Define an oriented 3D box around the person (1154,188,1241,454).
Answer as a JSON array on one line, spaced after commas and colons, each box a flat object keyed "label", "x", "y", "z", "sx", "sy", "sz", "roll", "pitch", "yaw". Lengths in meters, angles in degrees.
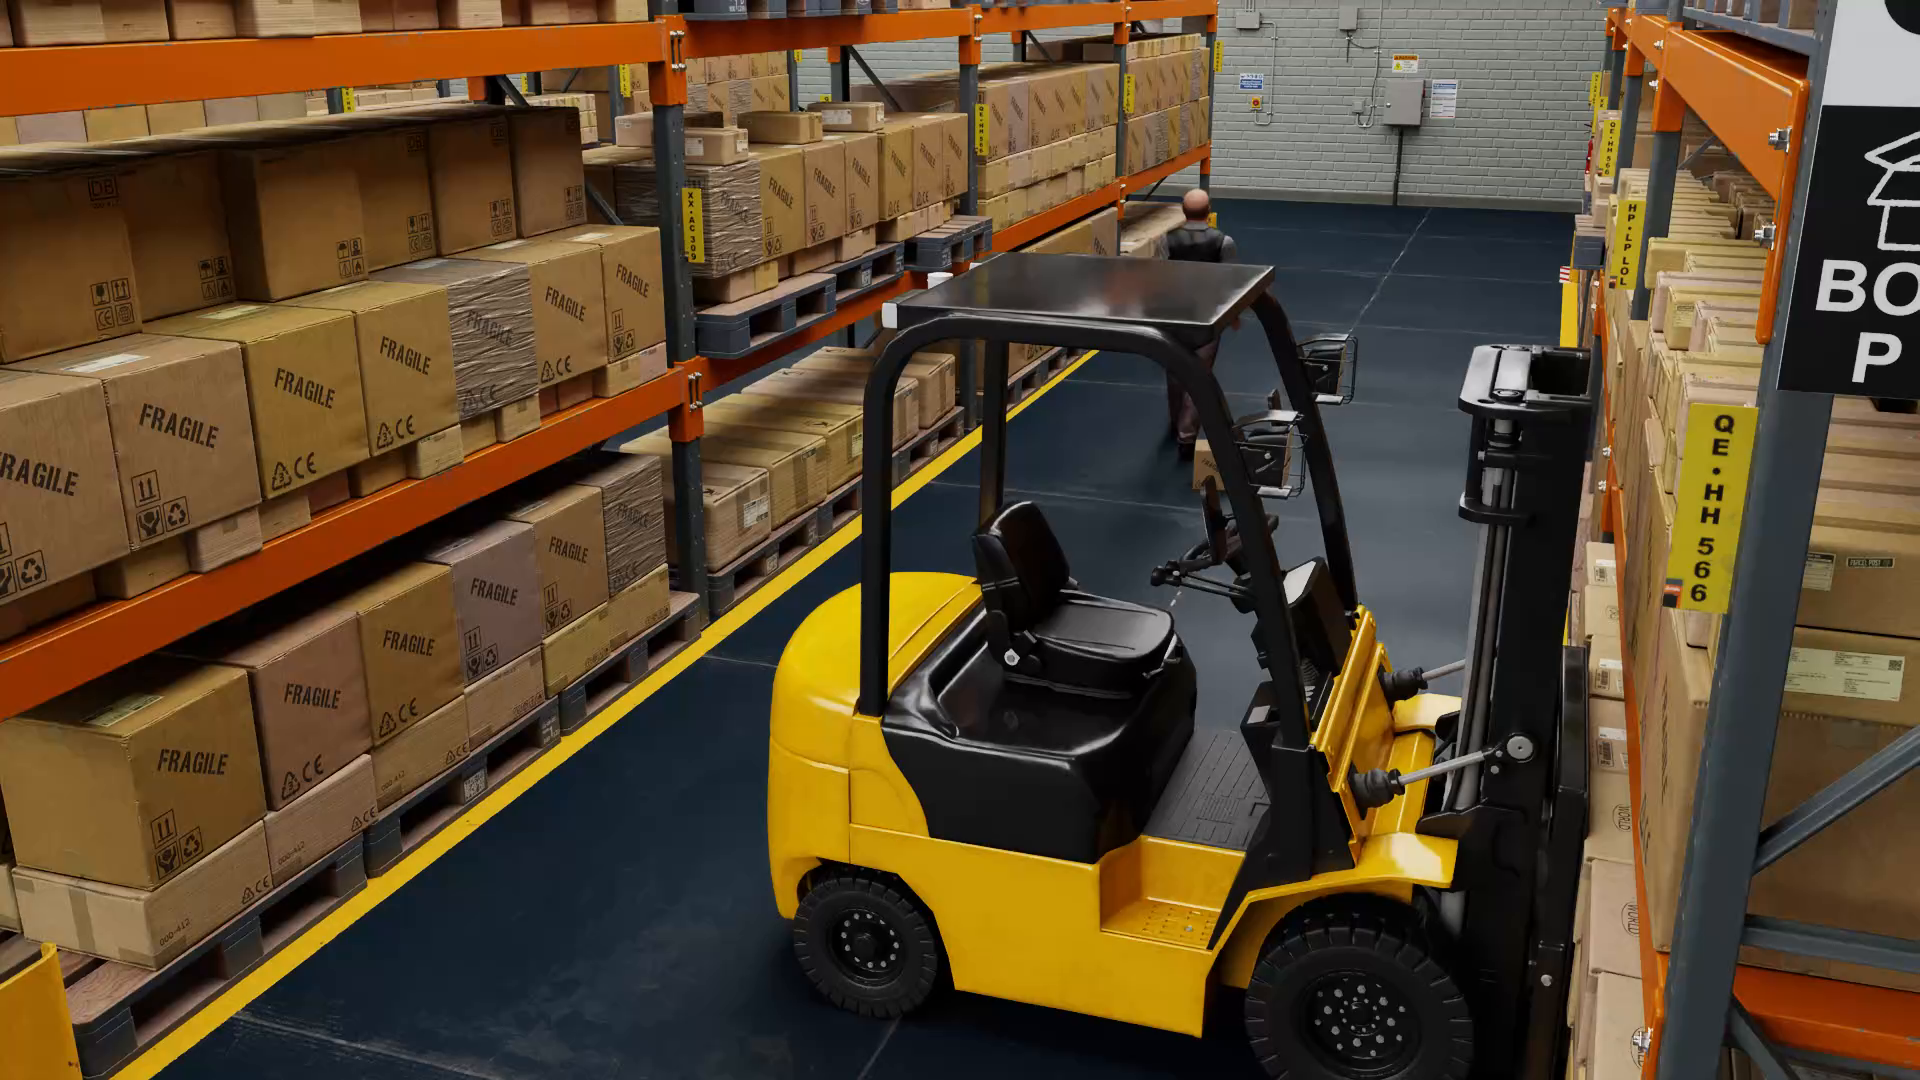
[{"label": "person", "x": 1.562, "y": -1.479, "z": 10.961, "sx": 0.575, "sy": 1.674, "sz": 0.962, "roll": 5, "pitch": 19, "yaw": 16}]
